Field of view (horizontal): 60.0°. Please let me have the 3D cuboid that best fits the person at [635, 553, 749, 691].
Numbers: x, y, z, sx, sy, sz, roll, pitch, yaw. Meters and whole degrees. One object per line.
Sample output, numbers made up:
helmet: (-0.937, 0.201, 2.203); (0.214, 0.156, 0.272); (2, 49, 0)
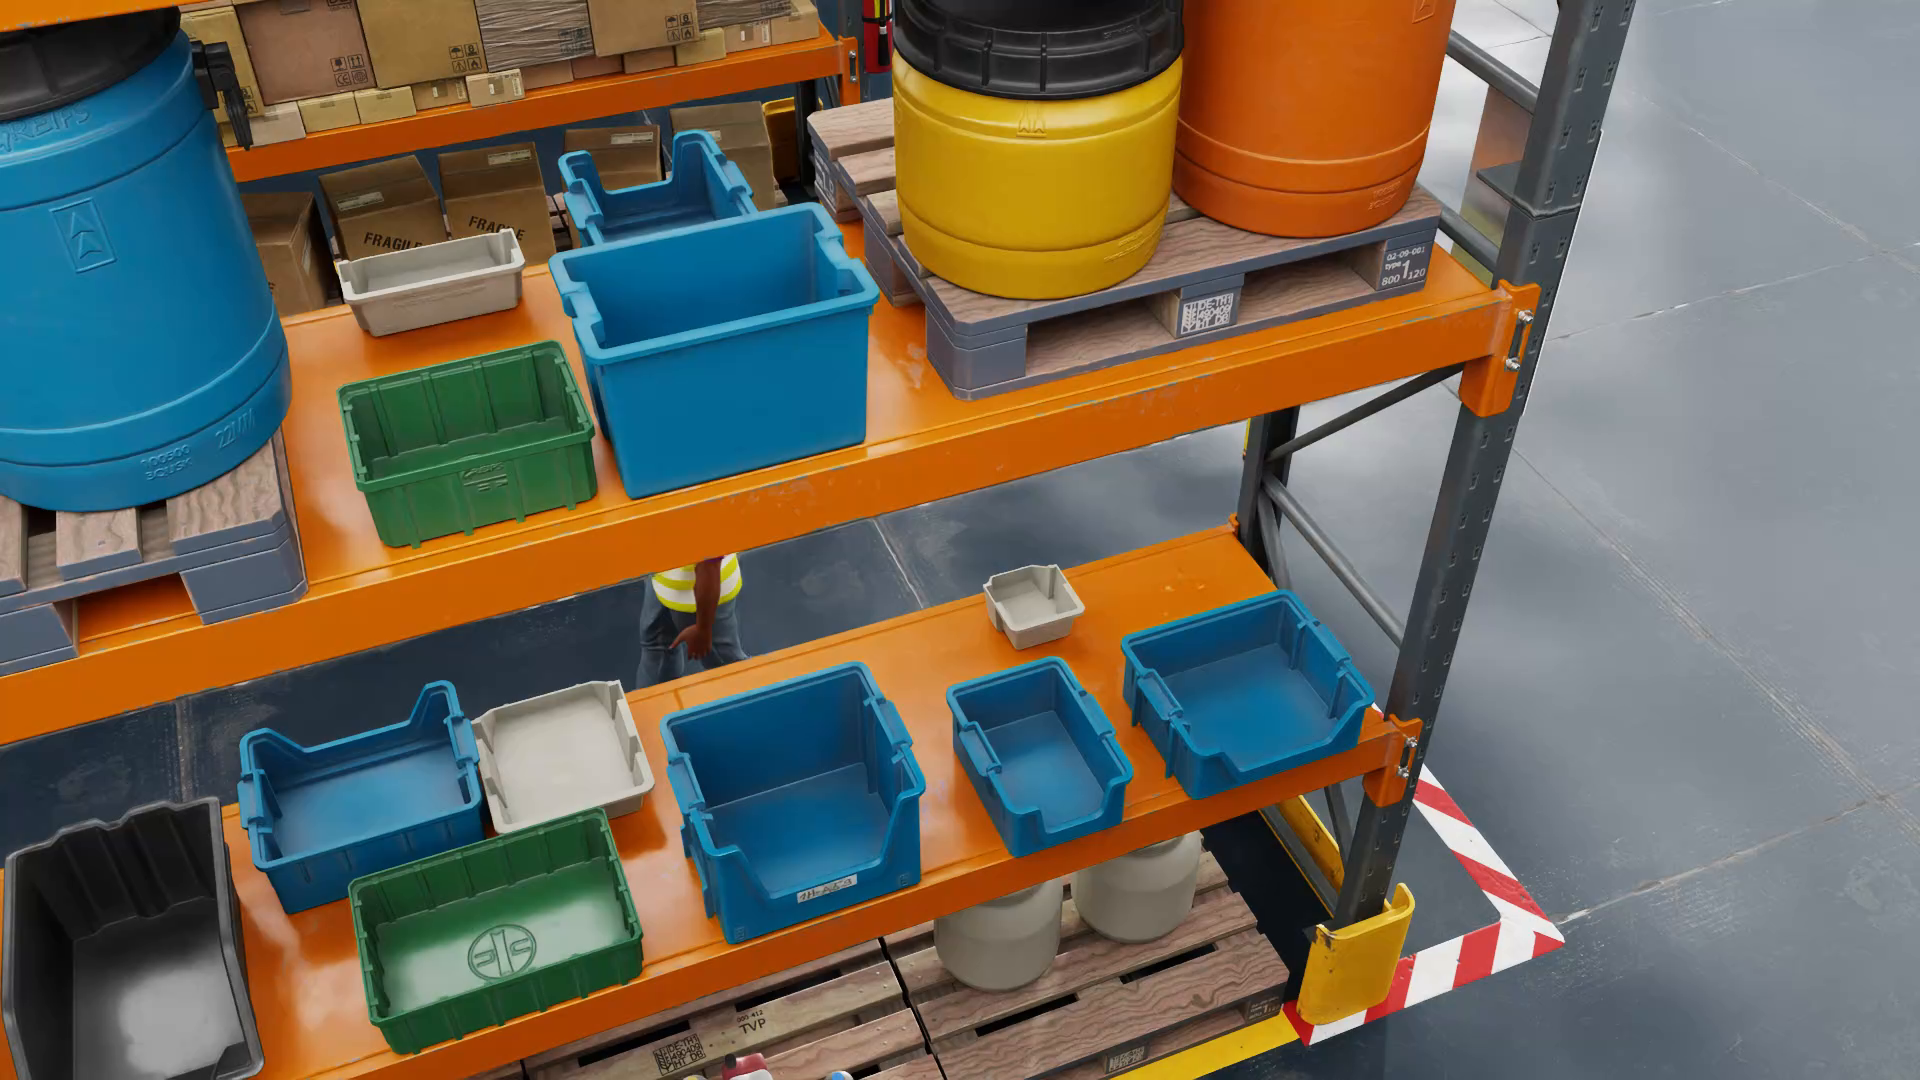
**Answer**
person: (-1.082, 0.152, 5.963); (0.752, 1.749, 0.589); (-10, 43, -12)
